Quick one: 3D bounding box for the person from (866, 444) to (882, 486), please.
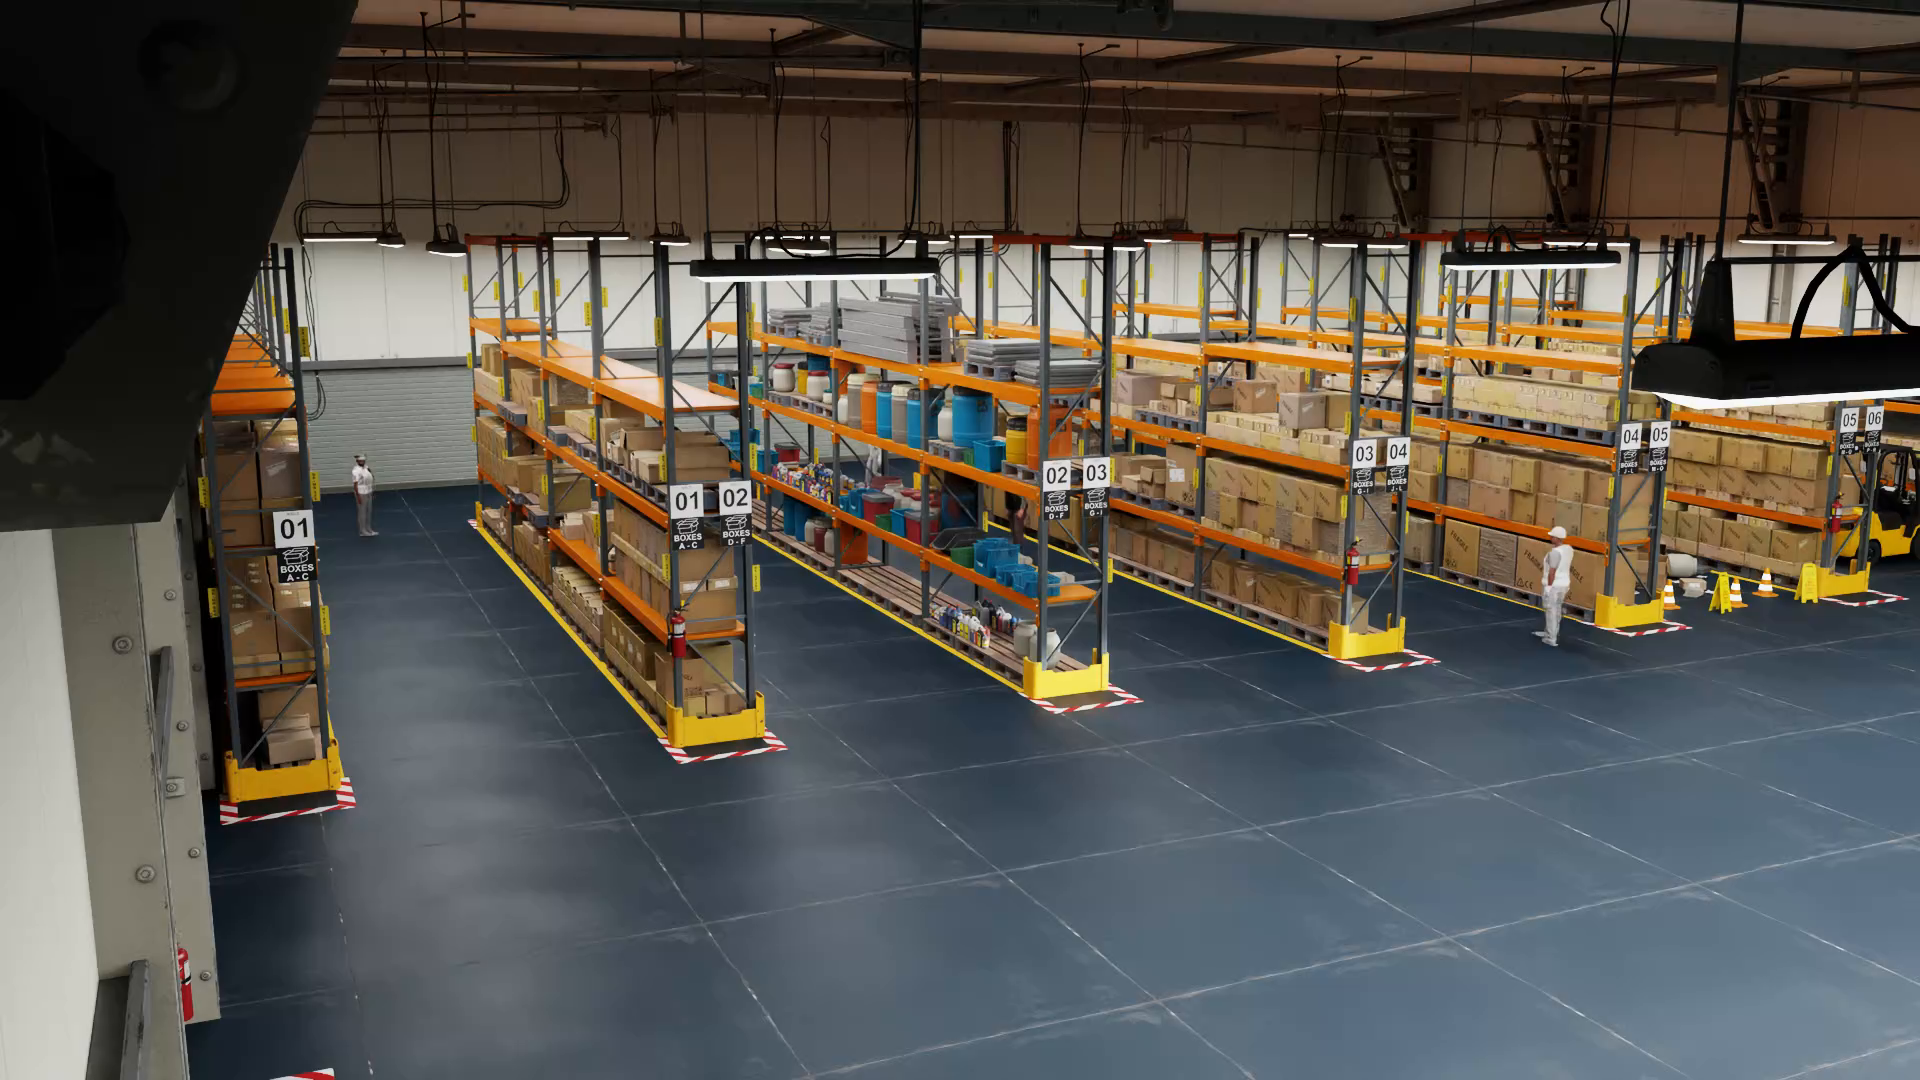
[{"bbox_3d":[-1.963,-1.929,38.832,0.717,1.668,0.547,-5,12,-25],"label":"person"}]

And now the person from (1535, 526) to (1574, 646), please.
[{"bbox_3d":[8.934,0.658,25.068,0.549,1.782,0.596,-5,12,-25],"label":"person"}]

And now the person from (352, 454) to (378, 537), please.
[{"bbox_3d":[-11.980,-0.910,33.467,0.366,1.705,0.465,1,11,3],"label":"person"}]

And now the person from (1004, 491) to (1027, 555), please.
[{"bbox_3d":[1.032,-0.554,31.397,0.393,1.727,0.547,-8,13,-34],"label":"person"}]
